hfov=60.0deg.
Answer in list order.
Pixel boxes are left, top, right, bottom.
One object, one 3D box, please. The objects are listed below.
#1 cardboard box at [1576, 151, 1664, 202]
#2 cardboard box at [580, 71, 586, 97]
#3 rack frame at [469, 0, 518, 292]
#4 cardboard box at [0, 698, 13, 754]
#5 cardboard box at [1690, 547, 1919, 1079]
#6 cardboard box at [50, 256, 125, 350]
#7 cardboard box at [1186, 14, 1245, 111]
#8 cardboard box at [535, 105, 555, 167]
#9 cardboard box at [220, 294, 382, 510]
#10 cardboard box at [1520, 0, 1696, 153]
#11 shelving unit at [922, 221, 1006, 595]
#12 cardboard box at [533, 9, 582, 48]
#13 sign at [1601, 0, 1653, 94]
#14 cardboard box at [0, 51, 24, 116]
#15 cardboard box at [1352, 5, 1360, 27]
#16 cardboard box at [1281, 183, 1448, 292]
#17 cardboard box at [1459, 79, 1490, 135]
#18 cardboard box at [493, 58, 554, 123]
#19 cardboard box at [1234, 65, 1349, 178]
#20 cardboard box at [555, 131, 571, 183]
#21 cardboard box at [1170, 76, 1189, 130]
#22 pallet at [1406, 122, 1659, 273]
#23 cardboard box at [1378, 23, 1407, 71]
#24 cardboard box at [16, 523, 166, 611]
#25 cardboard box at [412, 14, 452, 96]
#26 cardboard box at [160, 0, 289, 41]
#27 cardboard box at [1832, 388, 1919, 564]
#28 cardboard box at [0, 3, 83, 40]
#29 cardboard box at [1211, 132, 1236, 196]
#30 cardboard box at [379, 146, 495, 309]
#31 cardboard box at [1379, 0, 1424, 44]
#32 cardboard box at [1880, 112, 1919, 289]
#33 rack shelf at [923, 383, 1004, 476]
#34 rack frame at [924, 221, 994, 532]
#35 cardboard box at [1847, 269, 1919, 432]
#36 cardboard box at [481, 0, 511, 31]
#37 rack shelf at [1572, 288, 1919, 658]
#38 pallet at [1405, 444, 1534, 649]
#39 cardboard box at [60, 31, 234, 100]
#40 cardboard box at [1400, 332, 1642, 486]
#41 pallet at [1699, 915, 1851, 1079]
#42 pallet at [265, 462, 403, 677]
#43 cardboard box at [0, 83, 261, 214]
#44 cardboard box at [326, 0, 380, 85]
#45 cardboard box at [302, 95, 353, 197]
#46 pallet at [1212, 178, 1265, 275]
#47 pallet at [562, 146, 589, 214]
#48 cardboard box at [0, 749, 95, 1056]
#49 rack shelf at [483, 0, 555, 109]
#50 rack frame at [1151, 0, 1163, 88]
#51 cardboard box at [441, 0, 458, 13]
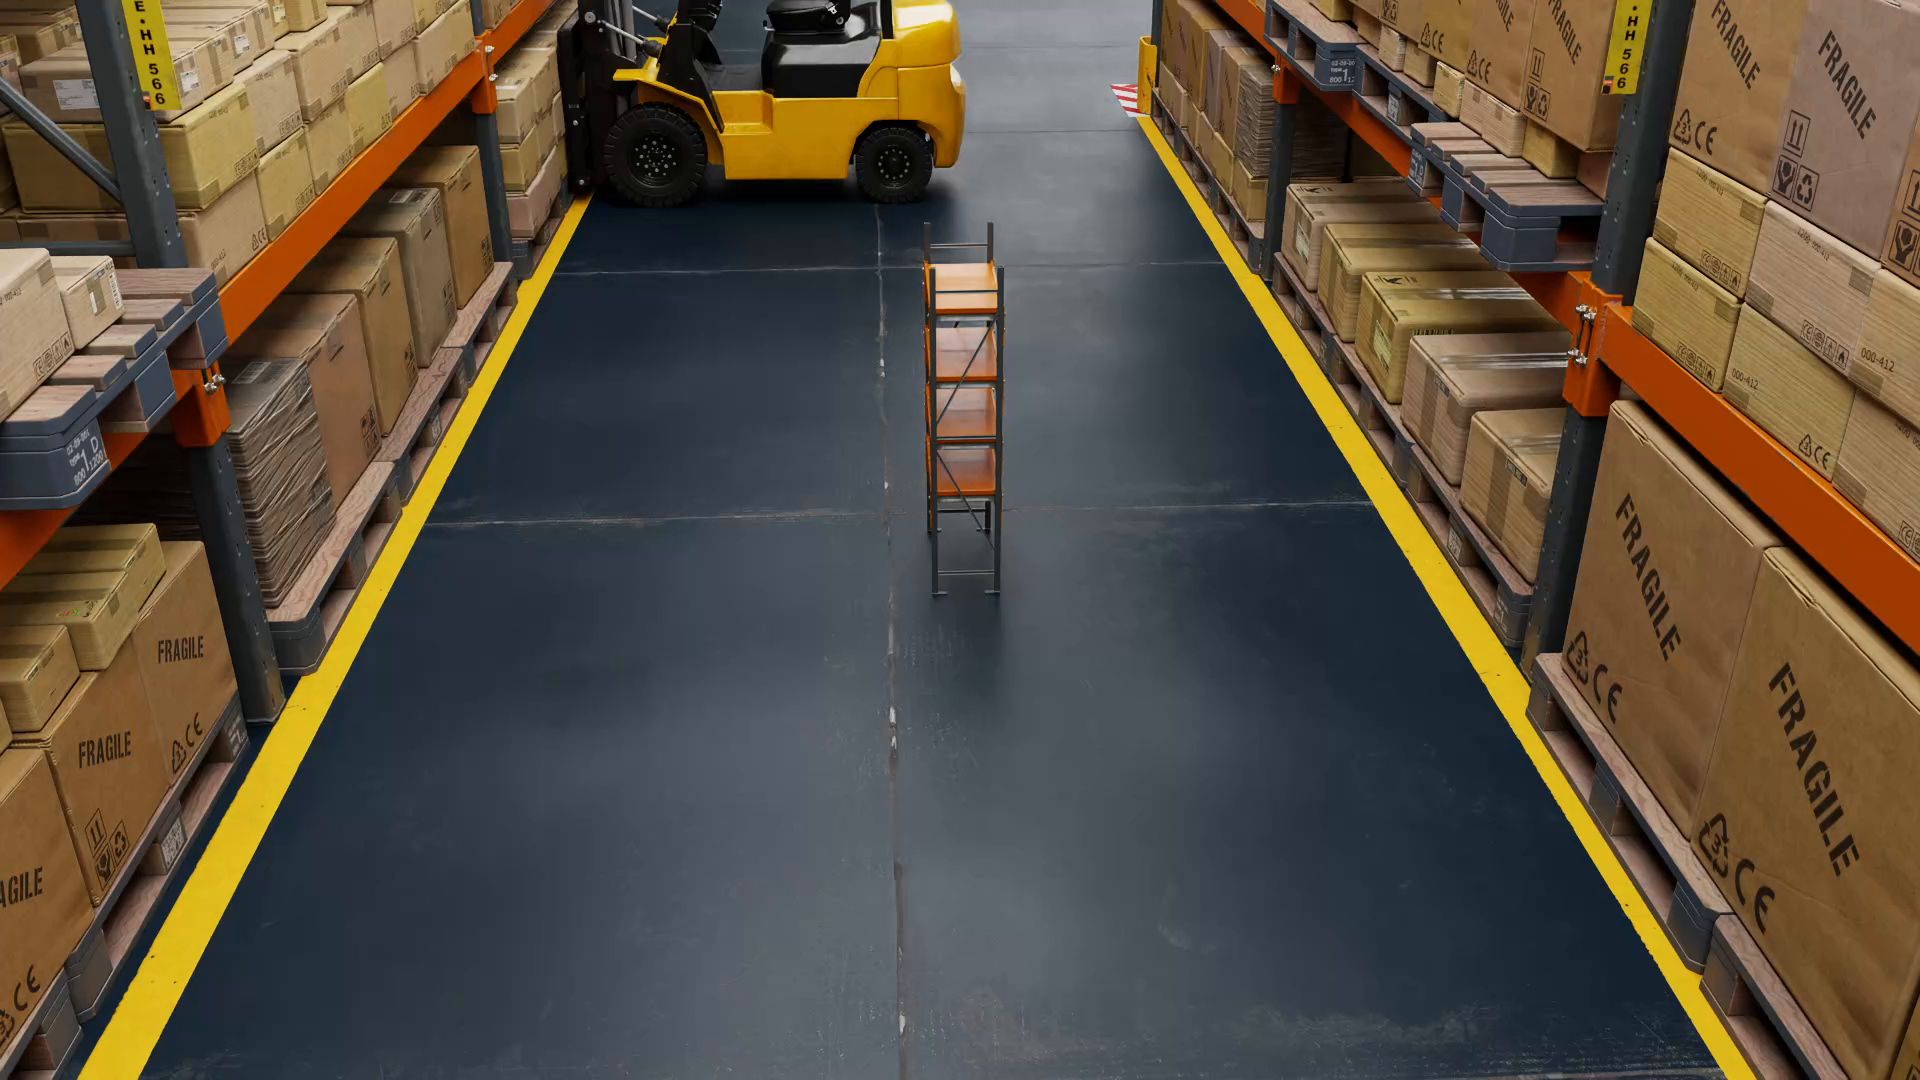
[{"bbox_3d":[2.080,-1.115,4.962,0.380,0.149,0.250,0,28,-1],"label":"cardboard box"},{"bbox_3d":[-2.642,-2.969,10.678,0.500,0.250,0.500,-2,28,-4],"label":"cardboard box"},{"bbox_3d":[-2.834,-2.620,8.030,1.000,3.000,0.127,-1,28,-3],"label":"rack frame"},{"bbox_3d":[-2.363,0.454,3.683,0.380,0.149,0.250,-1,28,-1],"label":"cardboard box"},{"bbox_3d":[2.327,0.594,3.710,0.875,0.875,0.875,-1,28,-2],"label":"cardboard box"},{"bbox_3d":[-2.208,-0.554,3.886,0.380,0.149,0.250,-1,28,-2],"label":"cardboard box"},{"bbox_3d":[1.731,-3.025,10.515,0.500,0.500,0.500,-1,28,-2],"label":"cardboard box"},{"bbox_3d":[-2.579,-2.272,9.342,0.500,0.250,0.500,-2,28,-3],"label":"cardboard box"},{"bbox_3d":[-2.686,-0.496,6.072,0.875,0.625,0.625,-1,28,-1],"label":"cardboard box"},{"bbox_3d":[2.030,-1.460,4.922,0.500,0.500,0.500,-2,28,-4],"label":"cardboard box"},{"bbox_3d":[0.009,-0.456,5.826,0.258,1.200,0.503,-1,28,-3],"label":"shelving unit"},{"bbox_3d":[-2.638,-3.204,10.588,0.500,0.250,0.500,-1,28,-2],"label":"cardboard box"},{"bbox_3d":[1.790,-1.355,4.439,0.100,0.325,0.005,-1,28,-3],"label":"sign"},{"bbox_3d":[-2.844,-1.250,4.594,0.380,0.149,0.250,-1,28,-1],"label":"cardboard box"},{"bbox_3d":[1.932,-2.309,7.251,0.380,0.149,0.250,0,28,1],"label":"cardboard box"},{"bbox_3d":[2.153,-1.521,8.310,0.950,0.372,0.625,-1,28,-2],"label":"cardboard box"},{"bbox_3d":[1.930,-1.469,5.640,0.380,0.149,0.250,-3,28,-5],"label":"cardboard box"},{"bbox_3d":[-2.562,-2.498,9.234,0.500,0.250,0.500,-1,28,-3],"label":"cardboard box"},{"bbox_3d":[1.824,-2.308,9.140,0.500,0.500,0.500,-2,28,-3],"label":"cardboard box"},{"bbox_3d":[-2.613,-2.290,9.916,0.500,0.250,0.500,-1,28,-2],"label":"cardboard box"},{"bbox_3d":[1.699,-2.941,11.164,0.500,0.250,0.500,0,28,-1],"label":"cardboard box"},{"bbox_3d":[2.188,-1.136,5.392,1.213,0.211,1.003,-1,28,-3],"label":"pallet"},{"bbox_3d":[1.876,-1.951,6.565,0.380,0.149,0.250,0,28,-1],"label":"cardboard box"},{"bbox_3d":[-2.346,0.083,4.394,0.380,0.149,0.250,-3,28,-5],"label":"cardboard box"},{"bbox_3d":[-2.515,-2.095,7.186,0.500,0.250,0.500,-2,28,-3],"label":"cardboard box"},{"bbox_3d":[-2.471,-1.736,5.526,0.380,0.149,0.250,-1,28,-2],"label":"cardboard box"},{"bbox_3d":[2.172,-0.117,3.393,0.500,0.250,0.500,0,28,-1],"label":"cardboard box"},{"bbox_3d":[-3.005,-1.601,5.267,0.380,0.149,0.250,-2,28,-4],"label":"cardboard box"},{"bbox_3d":[1.786,-2.221,9.784,0.500,0.250,0.500,-2,28,-4],"label":"cardboard box"},{"bbox_3d":[-2.796,-1.513,8.021,0.875,0.625,0.625,0,28,0],"label":"cardboard box"},{"bbox_3d":[1.937,-2.184,6.310,0.500,0.500,0.500,-2,28,-5],"label":"cardboard box"},{"bbox_3d":[2.160,-0.680,3.122,0.500,0.500,0.500,-1,28,-1],"label":"cardboard box"},{"bbox_3d":[0.009,-0.396,5.857,0.258,0.148,0.480,-1,28,-3],"label":"rack shelf"},{"bbox_3d":[-0.004,-0.568,6.042,0.240,1.200,0.015,-1,28,-3],"label":"rack frame"},{"bbox_3d":[2.151,-0.341,3.281,0.500,0.250,0.500,-1,28,-3],"label":"cardboard box"},{"bbox_3d":[-2.596,-2.876,8.412,0.500,0.500,0.500,-2,28,-4],"label":"cardboard box"},{"bbox_3d":[2.436,0.348,3.117,1.077,0.370,4.000,-1,28,-3],"label":"rack shelf"},{"bbox_3d":[2.292,-0.019,6.058,1.003,0.211,1.213,-1,28,-3],"label":"pallet"},{"bbox_3d":[-2.363,-1.382,4.847,0.380,0.149,0.250,-1,28,-2],"label":"cardboard box"},{"bbox_3d":[2.266,-0.517,6.386,0.950,0.372,0.625,-2,28,-4],"label":"cardboard box"},{"bbox_3d":[2.358,1.270,3.587,1.003,0.211,1.213,-1,28,-3],"label":"pallet"},{"bbox_3d":[-2.629,0.082,5.864,1.003,0.211,1.213,-1,28,-3],"label":"pallet"},{"bbox_3d":[-2.379,-1.140,4.813,0.500,0.250,0.500,-1,28,-3],"label":"cardboard box"},{"bbox_3d":[-2.490,-1.848,6.171,0.500,0.250,0.500,-1,28,-2],"label":"cardboard box"},{"bbox_3d":[-2.459,-1.387,5.829,0.500,0.250,0.500,-2,28,-4],"label":"cardboard box"},{"bbox_3d":[2.052,-1.815,9.501,1.003,0.211,1.213,-1,28,-3],"label":"pallet"},{"bbox_3d":[-2.900,-2.317,10.464,1.003,0.211,1.213,-1,28,-3],"label":"pallet"},{"bbox_3d":[-2.343,0.812,3.698,0.500,0.500,0.500,0,28,0],"label":"cardboard box"},{"bbox_3d":[-2.938,-3.225,9.967,1.077,0.370,4.000,-1,28,-3],"label":"rack shelf"},{"bbox_3d":[1.914,-4.589,11.805,1.000,3.000,0.127,-1,28,-3],"label":"rack frame"},{"bbox_3d":[-2.553,-2.555,7.526,0.500,0.250,0.500,-2,28,-4],"label":"cardboard box"}]
